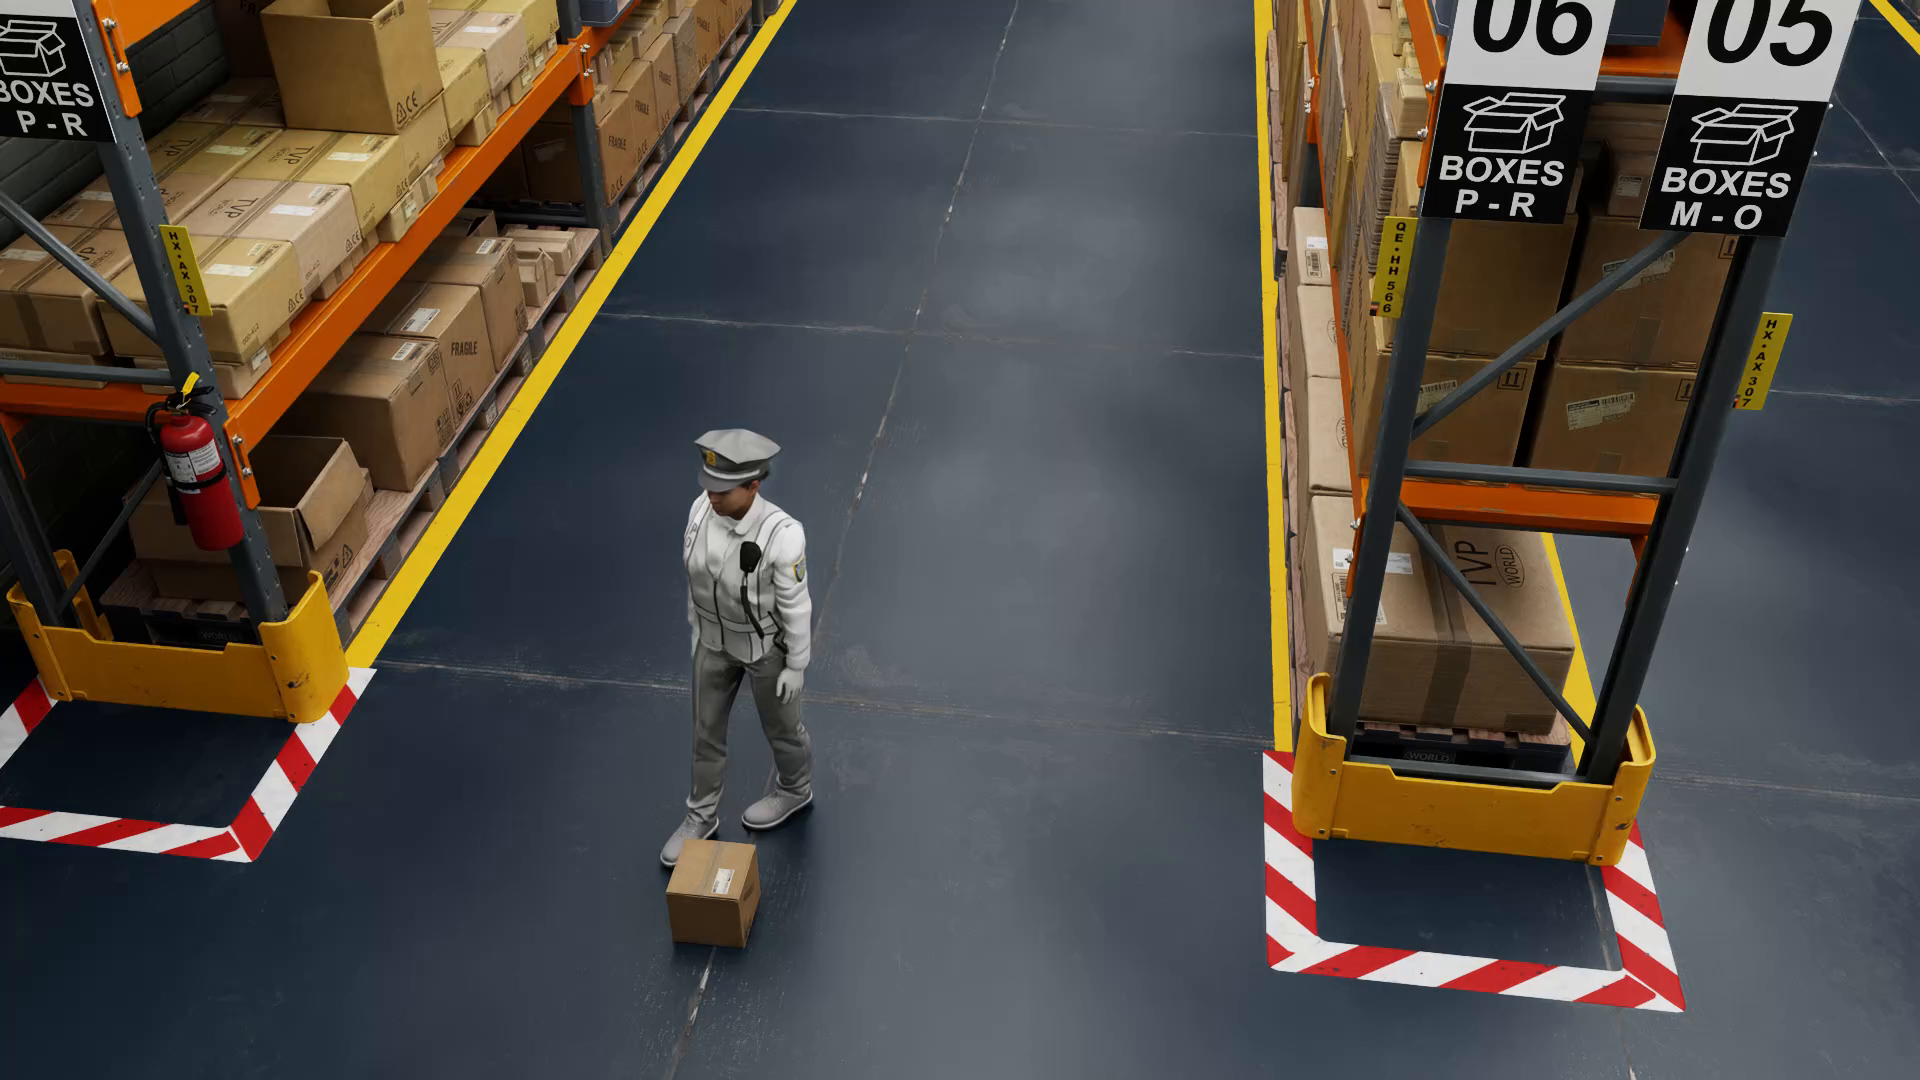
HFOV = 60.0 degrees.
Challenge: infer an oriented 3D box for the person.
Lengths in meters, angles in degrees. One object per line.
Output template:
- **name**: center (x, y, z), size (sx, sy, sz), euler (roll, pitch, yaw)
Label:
- **person**: center (-0.795, 0.403, 5.578), size (0.491, 1.672, 0.559), euler (17, 40, 22)
